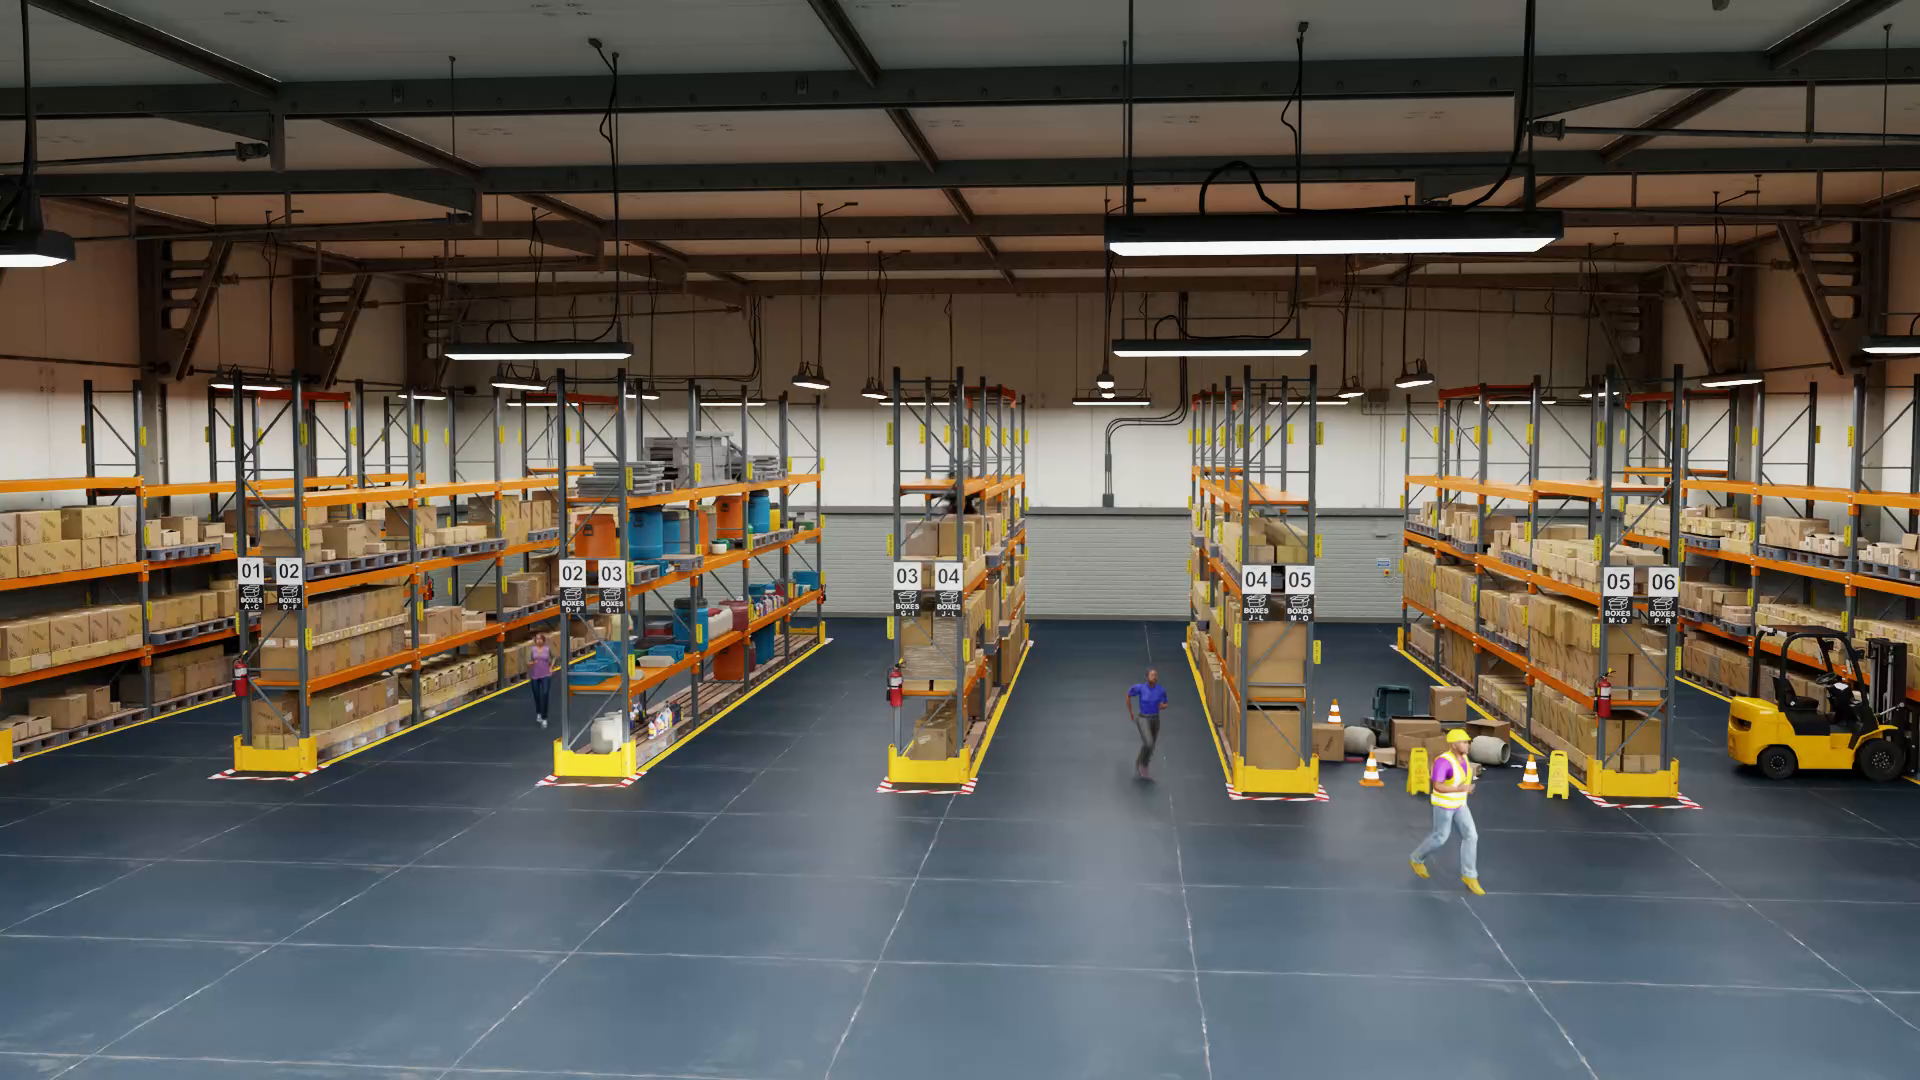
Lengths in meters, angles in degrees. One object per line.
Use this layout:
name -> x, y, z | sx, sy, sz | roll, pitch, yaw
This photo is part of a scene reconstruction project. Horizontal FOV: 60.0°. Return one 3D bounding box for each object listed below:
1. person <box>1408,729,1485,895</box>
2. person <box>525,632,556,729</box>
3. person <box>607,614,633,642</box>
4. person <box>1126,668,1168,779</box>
person -> 5.416, 2.978, 18.470 | 0.729, 1.804, 0.952 | -3, 5, -41
person -> -7.244, 2.410, 28.715 | 0.518, 1.639, 0.690 | -1, 4, -11
person -> -6.835, 2.060, 33.459 | 0.564, 1.682, 0.907 | 0, 4, 2
person -> 2.747, 2.720, 24.314 | 0.554, 1.539, 0.742 | -1, 4, -17
